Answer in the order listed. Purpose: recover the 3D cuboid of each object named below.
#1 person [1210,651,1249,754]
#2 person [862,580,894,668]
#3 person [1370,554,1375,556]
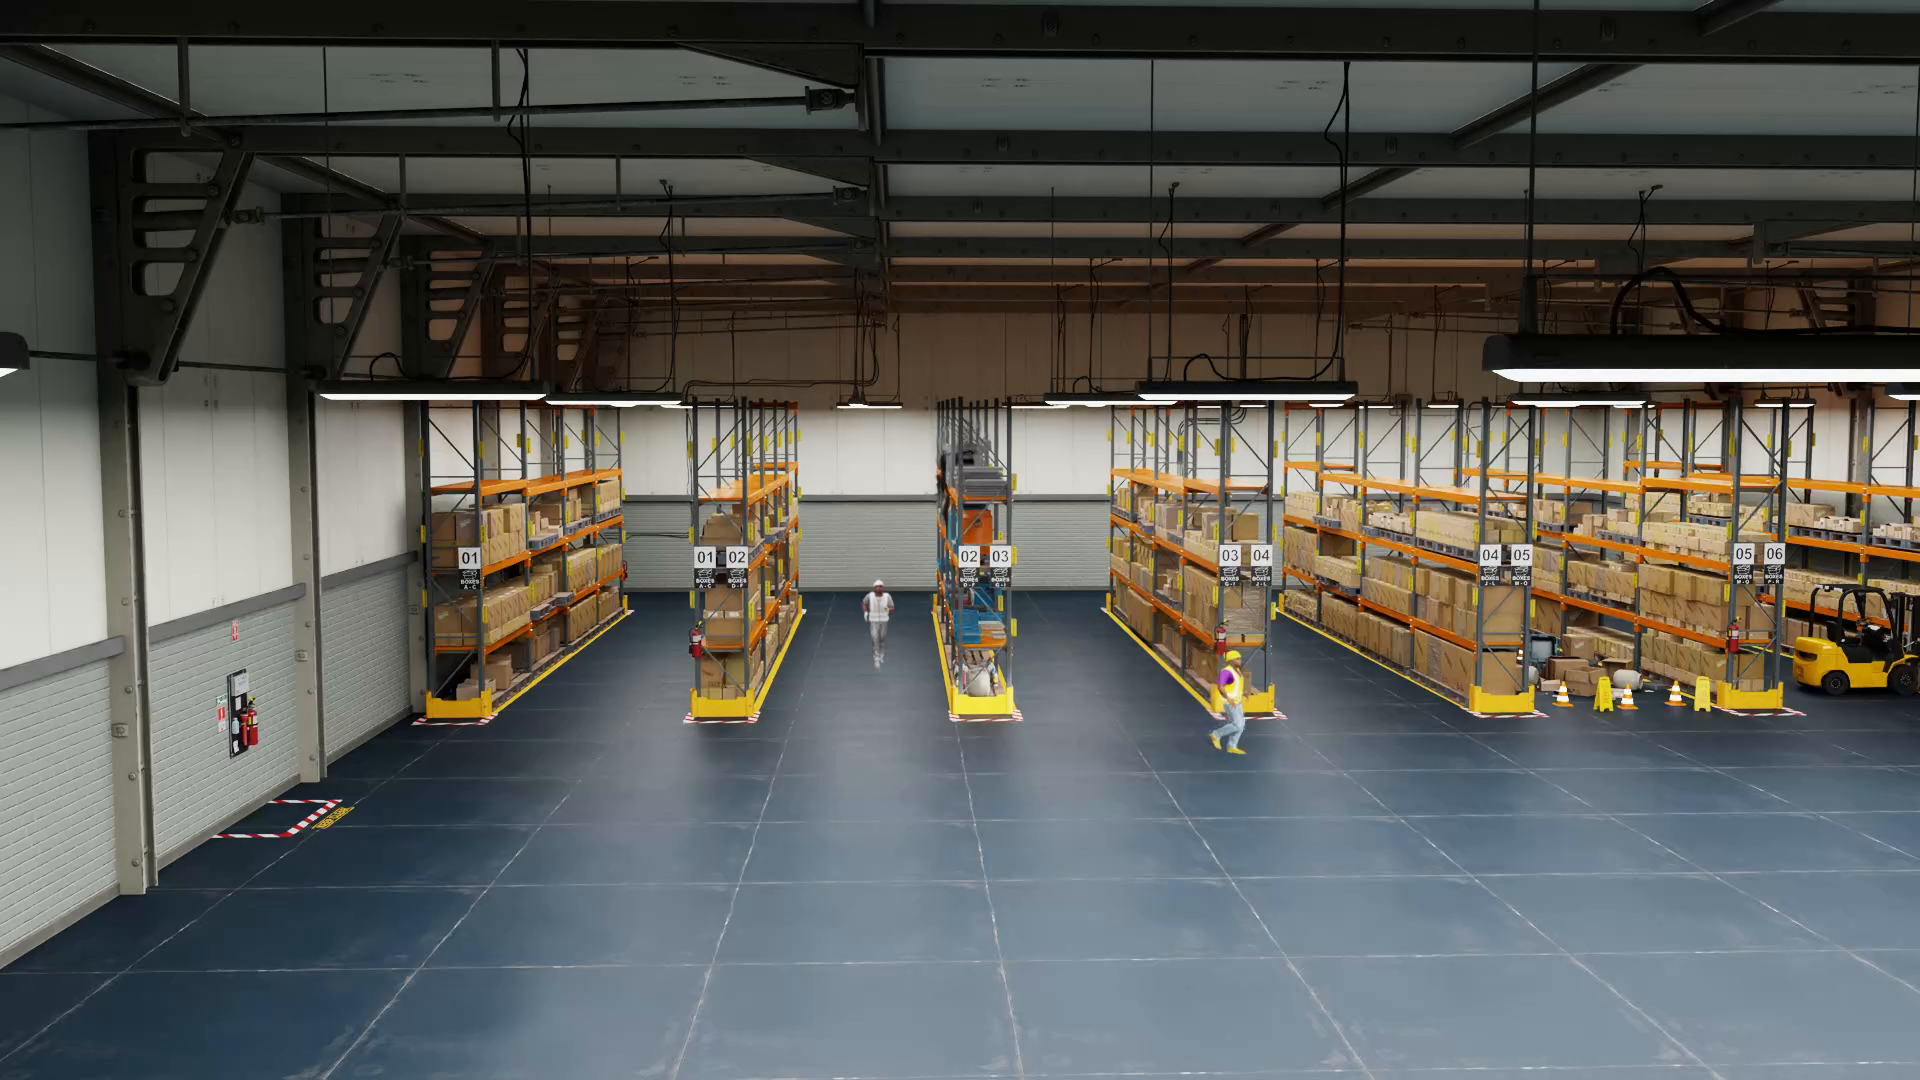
[{"bbox_3d":[4.513,2.710,27.872,0.578,1.738,0.720,2,5,27],"label":"person"},{"bbox_3d":[-1.740,1.775,35.673,0.667,1.834,0.775,-1,4,-10],"label":"person"},{"bbox_3d":[11.389,1.302,46.044,0.689,1.805,0.776,1,4,8],"label":"person"}]
